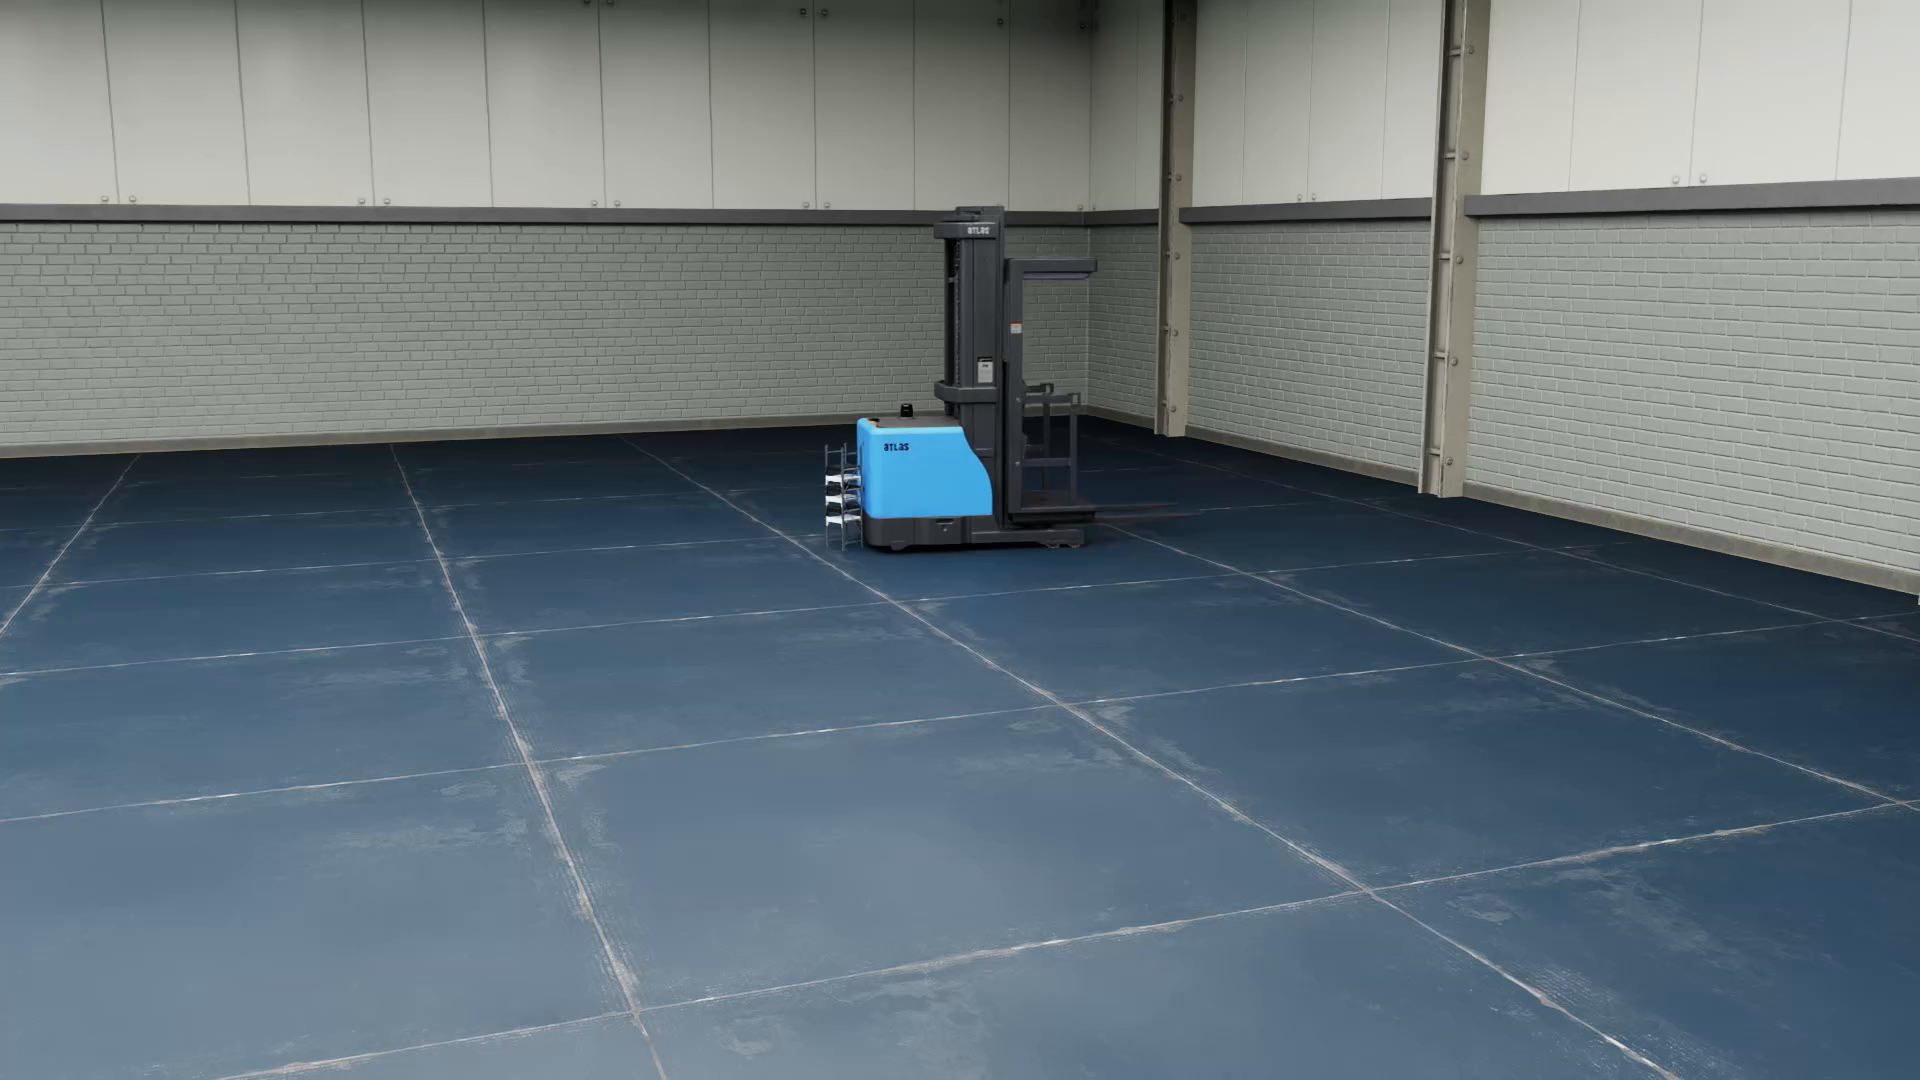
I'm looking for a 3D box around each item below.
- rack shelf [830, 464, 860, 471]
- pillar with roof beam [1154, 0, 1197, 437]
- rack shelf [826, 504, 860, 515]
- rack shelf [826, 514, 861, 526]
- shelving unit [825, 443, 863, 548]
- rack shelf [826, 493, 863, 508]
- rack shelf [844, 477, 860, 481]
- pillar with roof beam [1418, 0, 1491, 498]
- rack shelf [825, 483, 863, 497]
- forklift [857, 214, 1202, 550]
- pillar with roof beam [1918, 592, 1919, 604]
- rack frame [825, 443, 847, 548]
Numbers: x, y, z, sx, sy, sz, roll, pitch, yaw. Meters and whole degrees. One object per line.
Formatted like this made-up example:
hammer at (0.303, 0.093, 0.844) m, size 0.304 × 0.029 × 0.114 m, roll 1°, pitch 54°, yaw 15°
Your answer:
rack shelf at (-1.009, -0.631, 14.430) m, size 0.190 × 0.026 × 0.221 m, roll 9°, pitch 14°, yaw 42°
pillar with roof beam at (-1.081, -5.621, 20.827) m, size 9.100 × 9.000 × 0.400 m, roll -4°, pitch 11°, yaw -21°
rack shelf at (-1.009, -0.257, 14.497) m, size 0.200 × 0.077 × 0.258 m, roll 9°, pitch 14°, yaw 42°
rack shelf at (-1.009, -0.168, 14.513) m, size 0.200 × 0.077 × 0.258 m, roll 9°, pitch 14°, yaw 42°
shelving unit at (-1.010, -0.378, 14.477) m, size 0.205 × 0.900 × 0.258 m, roll 9°, pitch 14°, yaw 42°
rack shelf at (-1.009, -0.345, 14.481) m, size 0.200 × 0.077 × 0.258 m, roll 9°, pitch 14°, yaw 42°
rack shelf at (-1.009, -0.537, 14.447) m, size 0.184 × 0.015 × 0.199 m, roll 9°, pitch 14°, yaw 42°
pillar with roof beam at (1.093, -4.642, 15.321) m, size 9.100 × 9.000 × 0.400 m, roll -4°, pitch 11°, yaw -21°
rack shelf at (-1.009, -0.434, 14.466) m, size 0.200 × 0.077 × 0.258 m, roll 9°, pitch 14°, yaw 42°
forklift at (0.629, -1.426, 14.751) m, size 3.031 × 2.867 × 1.129 m, roll -2°, pitch 10°, yaw -10°
pillar with roof beam at (3.267, -3.663, 9.816) m, size 9.100 × 9.000 × 0.400 m, roll -4°, pitch 11°, yaw -21°
rack frame at (-1.083, -0.390, 14.544) m, size 0.006 × 0.900 × 0.240 m, roll 9°, pitch 14°, yaw 42°
